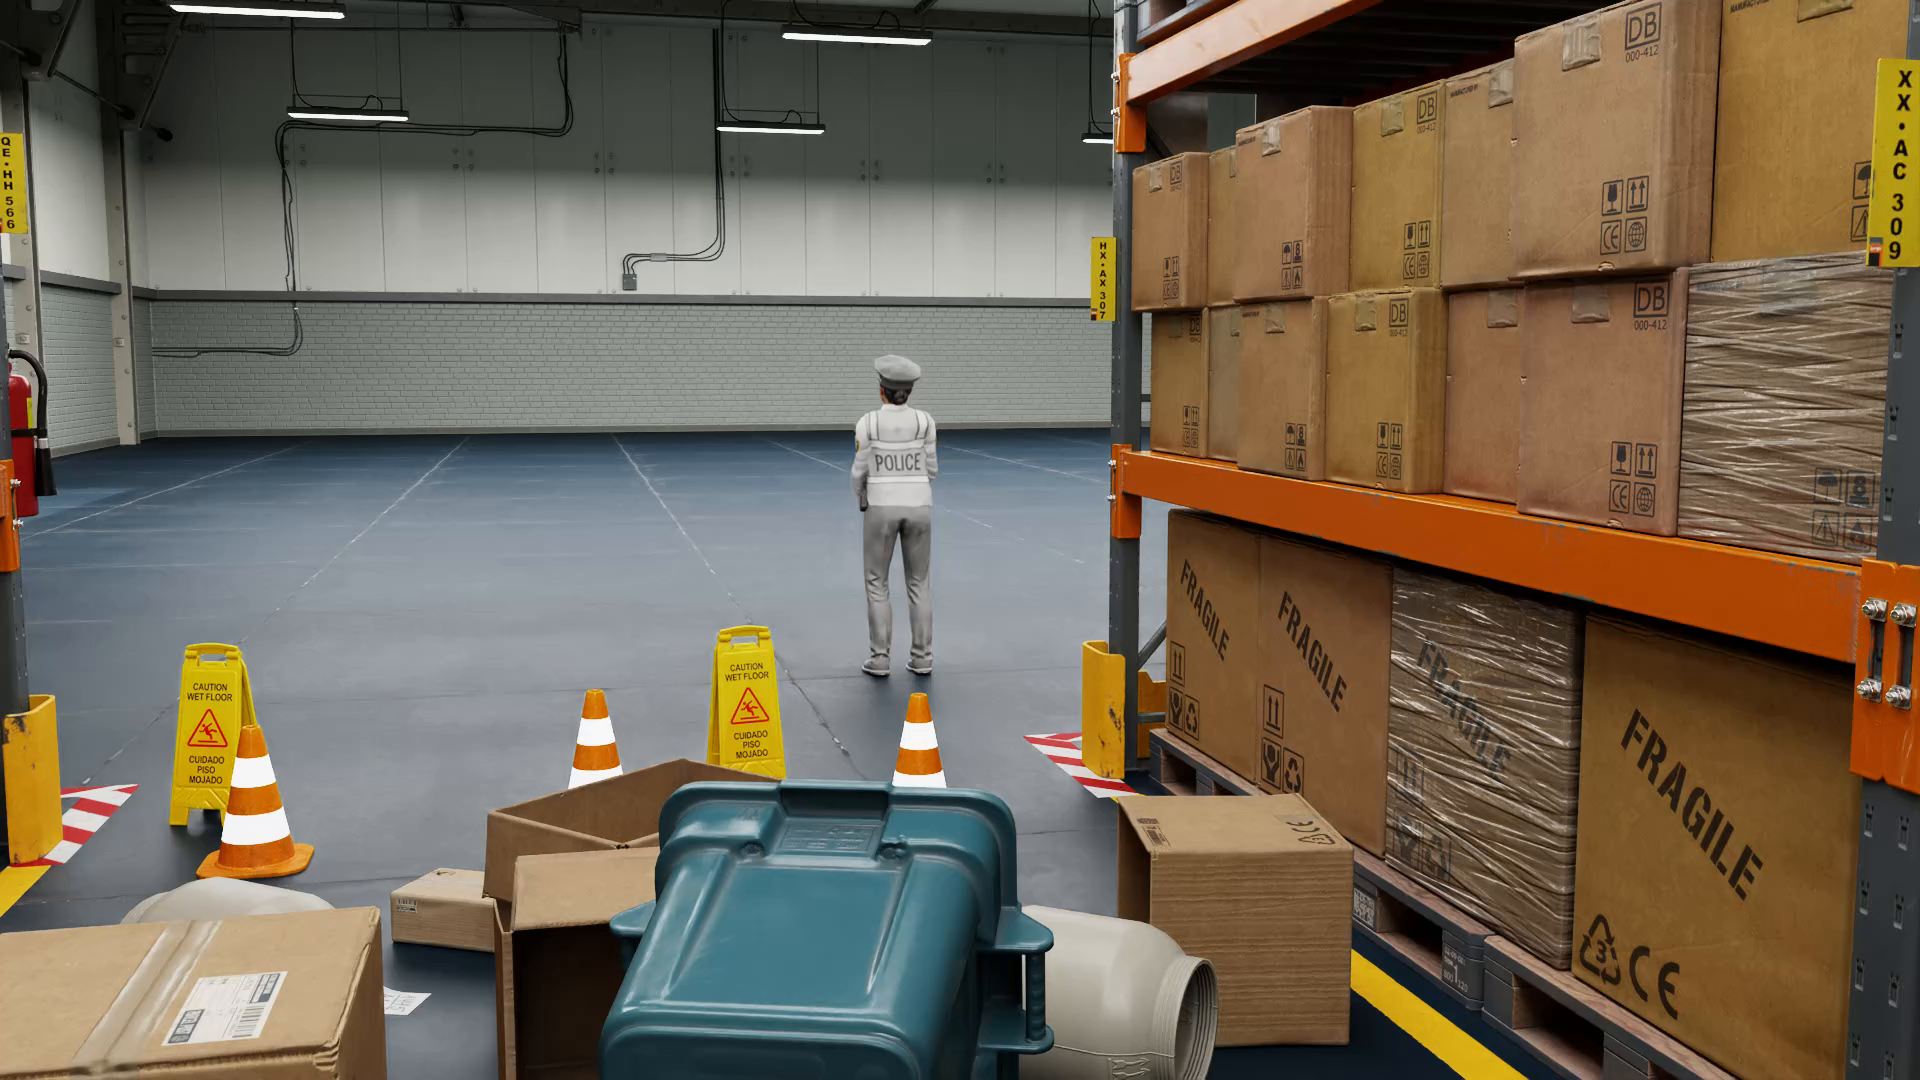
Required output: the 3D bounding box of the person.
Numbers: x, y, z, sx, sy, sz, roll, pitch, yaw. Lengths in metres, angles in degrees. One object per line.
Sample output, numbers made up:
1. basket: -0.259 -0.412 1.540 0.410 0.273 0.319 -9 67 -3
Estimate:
1. person: -0.349 -0.136 8.809 0.460 1.687 0.556 -2 6 -14
